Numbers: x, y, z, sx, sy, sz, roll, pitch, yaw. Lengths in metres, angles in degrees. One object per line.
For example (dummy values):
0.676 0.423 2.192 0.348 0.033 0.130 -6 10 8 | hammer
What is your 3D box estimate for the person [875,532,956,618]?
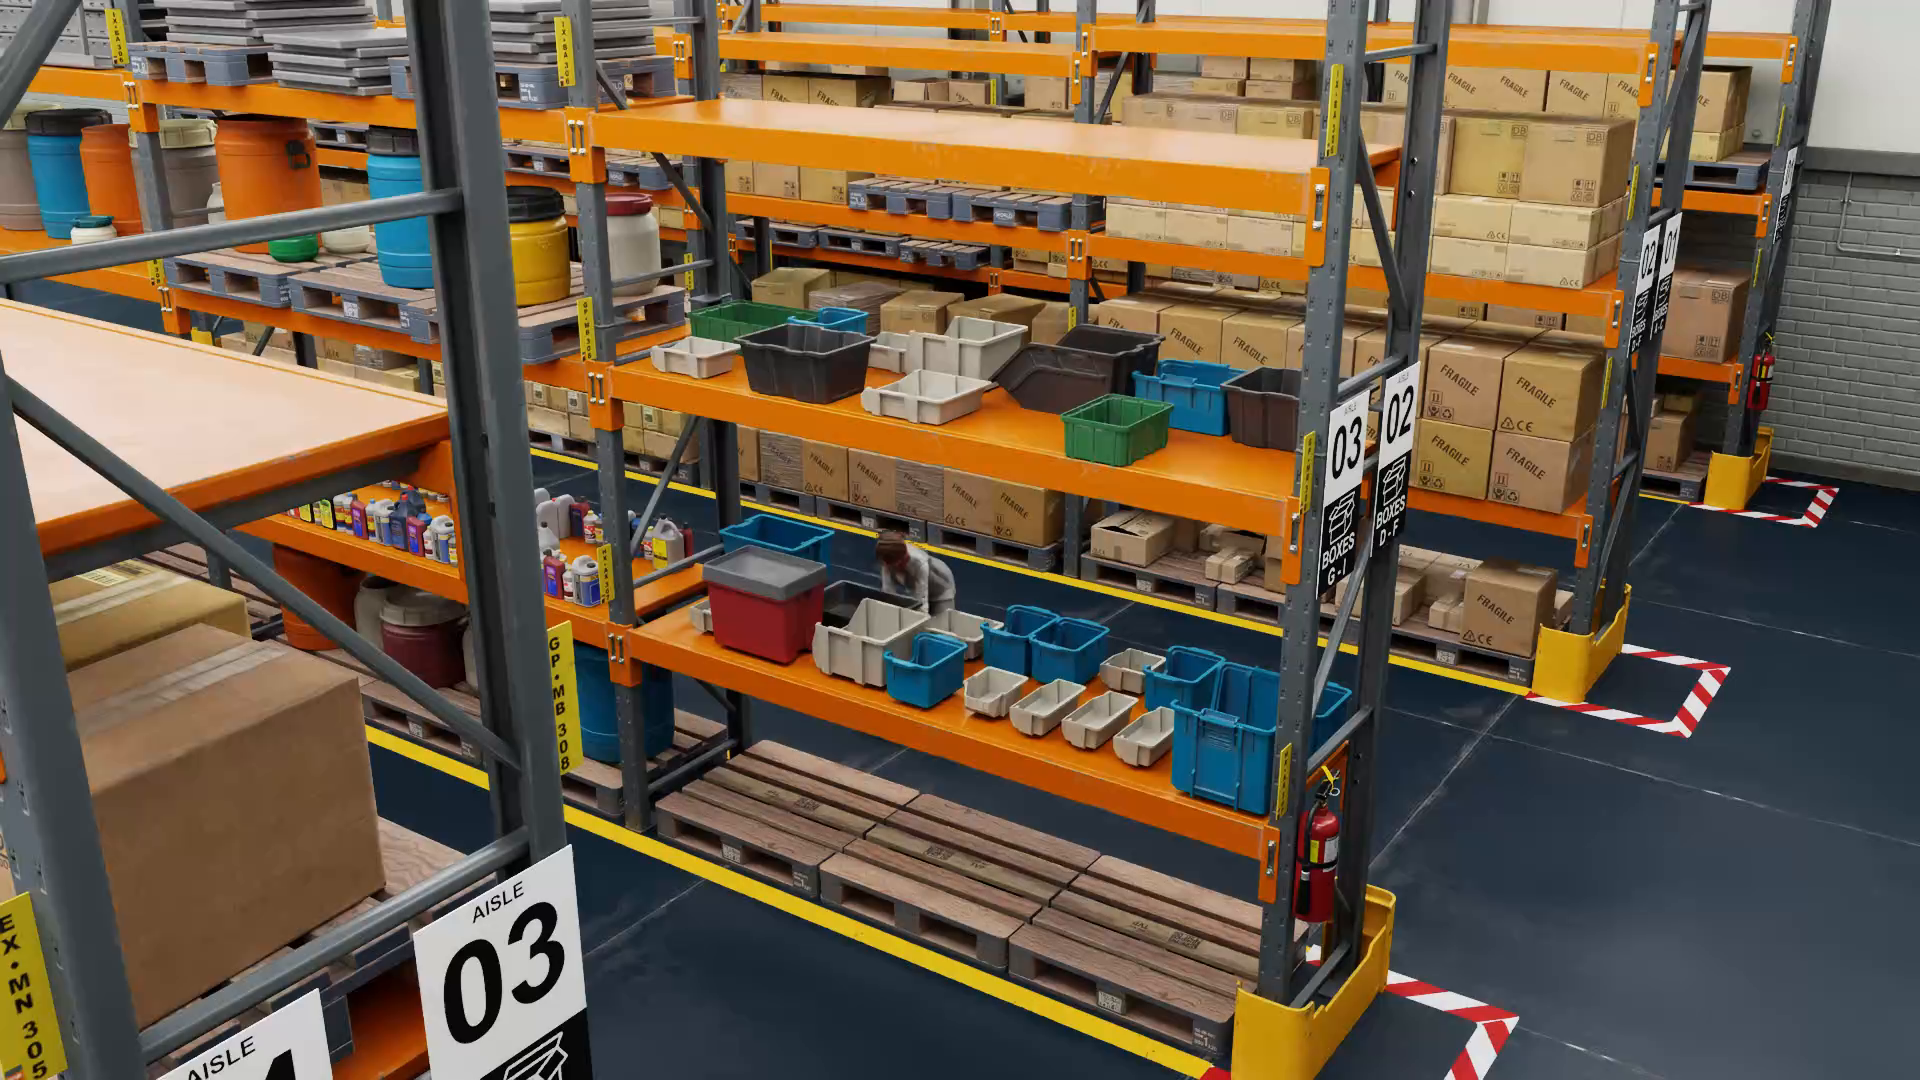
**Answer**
-0.313 0.535 10.987 0.374 1.356 0.737 13 24 31 | person
